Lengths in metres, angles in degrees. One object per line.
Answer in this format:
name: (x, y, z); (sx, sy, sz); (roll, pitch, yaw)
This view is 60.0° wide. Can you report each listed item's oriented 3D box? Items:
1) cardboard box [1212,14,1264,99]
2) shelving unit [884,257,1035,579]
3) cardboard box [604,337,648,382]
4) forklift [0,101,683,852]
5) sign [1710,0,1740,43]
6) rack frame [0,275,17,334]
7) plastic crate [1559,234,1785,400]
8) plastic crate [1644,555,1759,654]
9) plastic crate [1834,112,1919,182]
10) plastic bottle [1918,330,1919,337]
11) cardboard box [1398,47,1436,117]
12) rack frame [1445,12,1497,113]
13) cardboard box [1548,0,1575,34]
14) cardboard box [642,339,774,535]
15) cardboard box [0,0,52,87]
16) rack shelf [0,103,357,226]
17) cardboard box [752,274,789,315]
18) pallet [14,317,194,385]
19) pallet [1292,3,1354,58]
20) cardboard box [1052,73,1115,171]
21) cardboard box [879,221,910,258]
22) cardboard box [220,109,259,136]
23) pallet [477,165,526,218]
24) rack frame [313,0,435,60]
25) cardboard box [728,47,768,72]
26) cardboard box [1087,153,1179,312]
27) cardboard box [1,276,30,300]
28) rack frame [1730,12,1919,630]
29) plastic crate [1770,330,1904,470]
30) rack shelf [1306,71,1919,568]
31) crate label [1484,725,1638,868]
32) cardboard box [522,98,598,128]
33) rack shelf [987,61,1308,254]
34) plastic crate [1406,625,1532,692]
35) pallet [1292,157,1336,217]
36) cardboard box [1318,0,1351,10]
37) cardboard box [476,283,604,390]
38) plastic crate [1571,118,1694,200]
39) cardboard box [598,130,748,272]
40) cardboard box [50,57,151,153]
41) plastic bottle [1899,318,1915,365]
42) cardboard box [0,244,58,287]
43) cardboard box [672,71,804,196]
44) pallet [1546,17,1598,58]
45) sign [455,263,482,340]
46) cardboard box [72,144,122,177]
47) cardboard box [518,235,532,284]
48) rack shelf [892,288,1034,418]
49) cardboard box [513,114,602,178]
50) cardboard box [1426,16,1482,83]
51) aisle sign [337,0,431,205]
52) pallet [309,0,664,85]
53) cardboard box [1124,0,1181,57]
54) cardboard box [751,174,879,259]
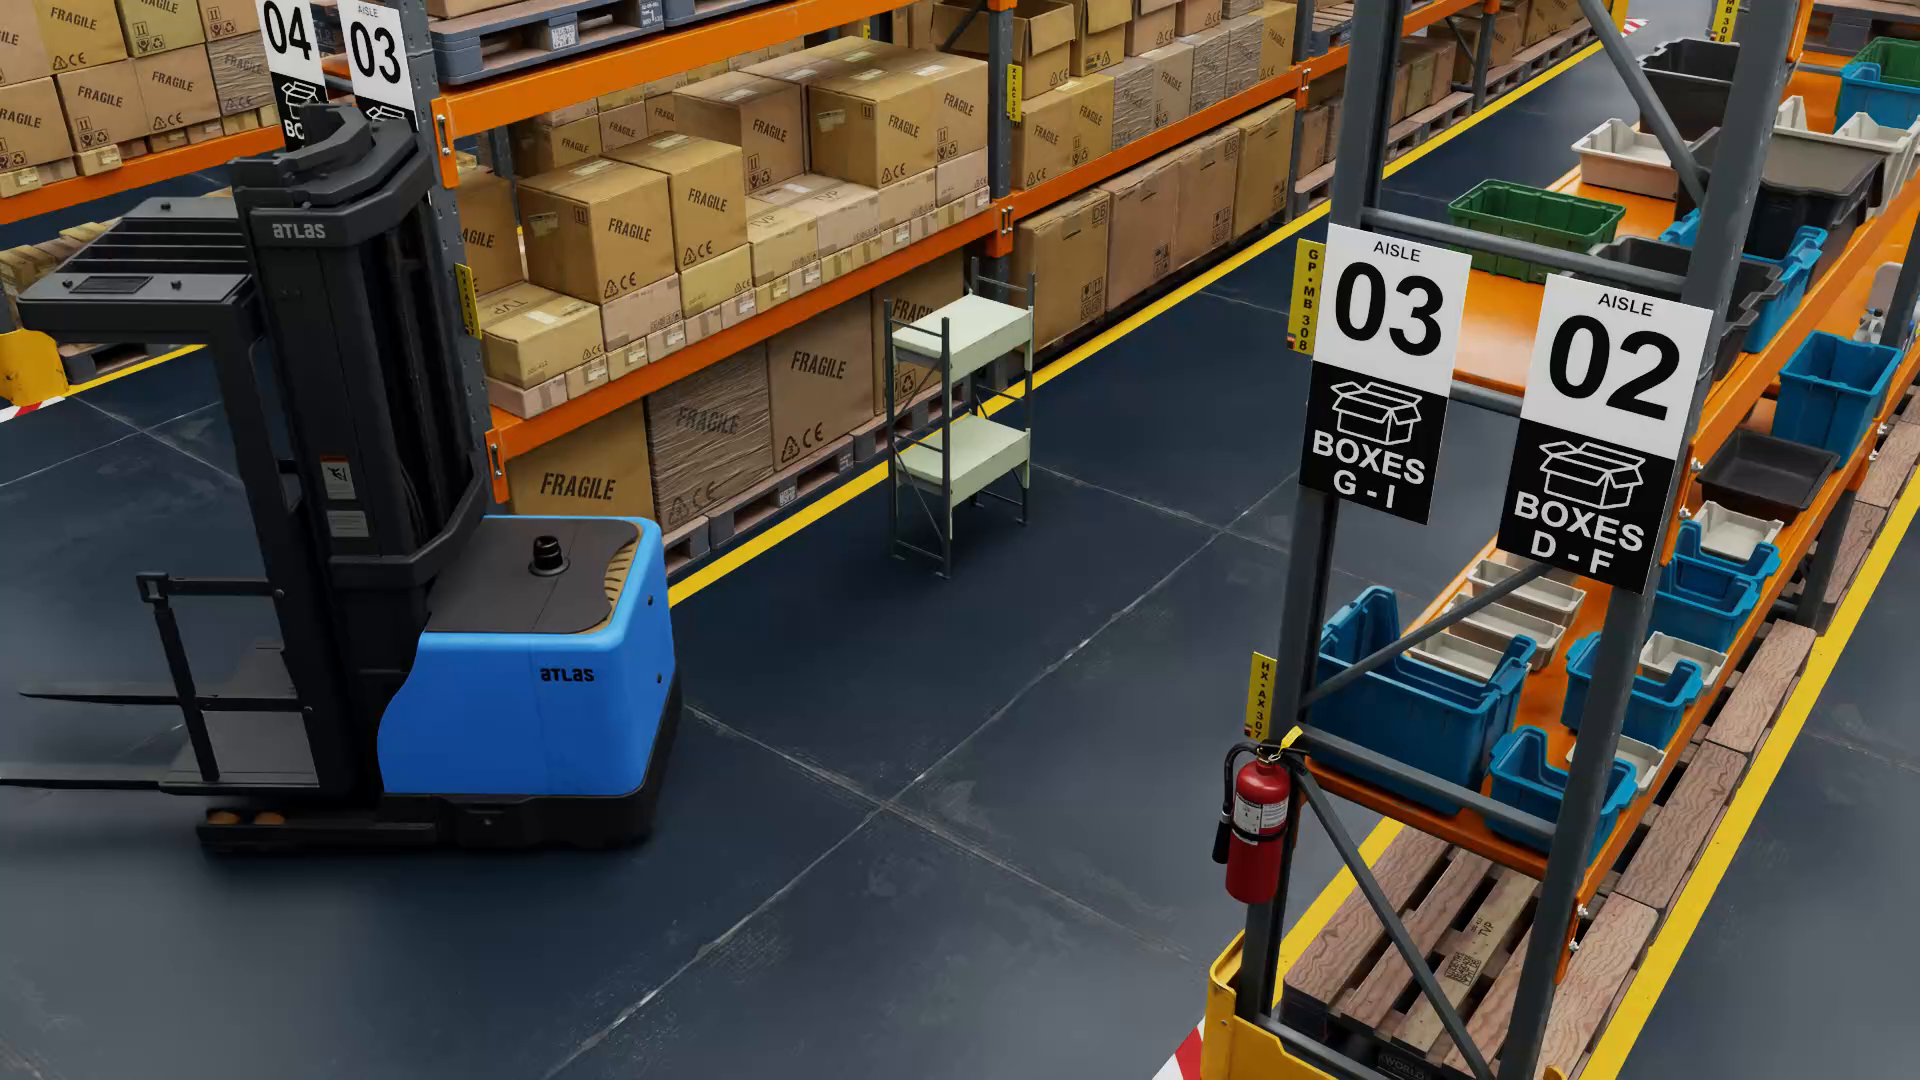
cardboard box: (1.886, -3.601, 12.286); (0.500, 0.500, 0.500); (21, 36, 31)
shelving unit: (0.004, -0.648, 8.872); (0.431, 1.500, 0.755); (21, 37, 31)
cardboard box: (-1.752, -0.928, 8.119); (0.380, 0.149, 0.250); (20, 36, 30)
forklift: (-2.820, -0.213, 6.735); (3.031, 2.935, 1.130); (1, 31, 1)
sign: (3.389, -2.350, 7.322); (0.100, 0.325, 0.005); (21, 37, 31)
rack frame: (-6.431, -2.351, 10.276); (1.000, 3.000, 0.127); (21, 37, 31)
plastic crate: (1.866, -0.565, 4.447); (0.497, 0.269, 0.590); (21, 37, 31)
plastic crate: (2.618, 0.252, 5.987); (0.416, 0.233, 0.300); (21, 37, 31)
plastic crate: (3.362, -1.428, 6.035); (0.293, 0.136, 0.466); (21, 37, 31)
plastic bottle: (4.839, -1.138, 8.422); (0.097, 0.201, 0.097); (0, 31, 0)
cardboard box: (4.016, -4.344, 15.659); (0.700, 0.500, 0.500); (21, 36, 31)
rack frame: (4.706, -5.662, 15.861); (1.000, 3.000, 0.127); (21, 37, 31)
cardboard box: (6.397, -5.891, 18.287); (0.500, 0.500, 0.500); (-21, 37, -32)
cardboard box: (-1.665, -0.705, 9.170); (0.875, 0.875, 0.875); (21, 37, 31)
cardboard box: (-5.948, -3.053, 10.089); (0.500, 0.500, 0.500); (21, 36, 31)
rack shelf: (-5.223, -2.855, 11.831); (1.077, 0.370, 4.000); (21, 37, 31)
cardboard box: (-1.132, -1.344, 8.822); (0.380, 0.149, 0.250); (20, 36, 30)
pallet: (-5.866, -1.502, 11.578); (1.003, 0.211, 1.213); (21, 37, 31)
pallet: (2.637, -4.276, 13.711); (1.213, 0.211, 1.003); (21, 37, 31)
cardboard box: (0.657, -2.767, 10.880); (0.500, 0.500, 0.500); (21, 37, 31)
cardboard box: (-0.511, -1.763, 9.530); (0.380, 0.149, 0.250); (22, 37, 32)
cardboard box: (-5.073, -2.924, 11.488); (0.380, 0.149, 0.250); (23, 37, 33)
pallet: (-3.547, -3.095, 14.265); (1.003, 0.211, 1.213); (21, 37, 31)
rack frame: (-2.537, -3.365, 6.101); (1.000, 3.000, 0.127); (21, 37, 31)
cardboard box: (-2.101, -4.464, 15.144); (0.500, 0.250, 0.500); (22, 37, 32)
cardboard box: (0.786, -2.306, 11.871); (1.225, 0.875, 0.875); (20, 36, 30)
cardboard box: (-6.340, -1.736, 11.330); (0.380, 0.149, 0.250); (20, 36, 30)
rack frame: (3.826, -0.886, 7.802); (1.000, 3.000, 0.127); (21, 37, 31)
plastic crate: (3.816, -0.610, 7.293); (0.392, 0.384, 0.575); (21, 37, 31)
rack shelf: (2.619, -1.054, 5.849); (1.077, 0.370, 4.000); (21, 37, 31)
crate label: (1.823, 0.788, 5.084); (0.416, 0.233, 0.303); (21, 37, 31)
cardboard box: (-3.359, -3.624, 13.728); (0.500, 0.250, 0.500); (19, 36, 29)
rack shelf: (1.085, -2.913, 11.929); (1.077, 0.370, 4.000); (21, 37, 31)
plastic crate: (1.759, 0.441, 5.764); (0.396, 0.136, 0.243); (21, 37, 31)
pallet: (2.765, -3.153, 14.364); (1.003, 0.211, 1.213); (21, 37, 31)
cardboard box: (2.843, -4.749, 13.811); (0.500, 0.500, 0.700); (-26, 40, -37)
cardboard box: (-2.032, -0.959, 7.782); (0.500, 0.250, 0.500); (20, 36, 30)
plastic crate: (2.461, -1.353, 5.907); (0.437, 0.136, 0.530); (21, 37, 31)
cardboard box: (-1.423, -1.698, 8.292); (0.500, 0.500, 0.500); (20, 36, 30)
cardboard box: (-5.637, -2.845, 10.719); (0.500, 0.500, 0.500); (21, 37, 31)
plastic bottle: (4.582, -0.994, 8.112); (0.097, 0.271, 0.097); (0, 31, 0)
cardboard box: (-6.313, -1.855, 11.238); (0.380, 0.149, 0.250); (22, 37, 32)
cardboard box: (-1.229, -2.269, 9.257); (0.500, 0.500, 0.500); (20, 36, 30)
pallet: (6.557, -5.738, 18.724); (1.003, 0.211, 1.213); (21, 37, 31)
sign: (-2.098, -1.017, 7.097); (0.100, 0.325, 0.005); (21, 37, 31)
cardboard box: (-5.648, -2.483, 10.744); (0.380, 0.149, 0.250); (20, 36, 30)
cardboard box: (-2.150, -1.332, 8.411); (0.500, 0.250, 0.500); (20, 36, 30)
rack shelf: (0.004, -0.984, 8.673); (0.431, 0.370, 0.720); (21, 37, 31)
cardboard box: (-3.359, -3.301, 13.918); (0.500, 0.500, 0.500); (23, 37, 33)
cardboard box: (4.980, -4.917, 16.645); (0.500, 0.500, 0.500); (20, 36, 30)
aisle sign: (-2.342, -1.781, 6.763); (0.394, 0.787, 0.004); (21, 37, 31)
pallet: (-2.098, -2.341, 7.403); (1.003, 0.211, 1.213); (21, 37, 31)
cardboard box: (1.042, -3.679, 11.434); (0.797, 0.503, 0.637); (22, 37, 33)
cardboard box: (-0.798, -1.794, 9.191); (0.500, 0.250, 0.500); (22, 37, 32)
